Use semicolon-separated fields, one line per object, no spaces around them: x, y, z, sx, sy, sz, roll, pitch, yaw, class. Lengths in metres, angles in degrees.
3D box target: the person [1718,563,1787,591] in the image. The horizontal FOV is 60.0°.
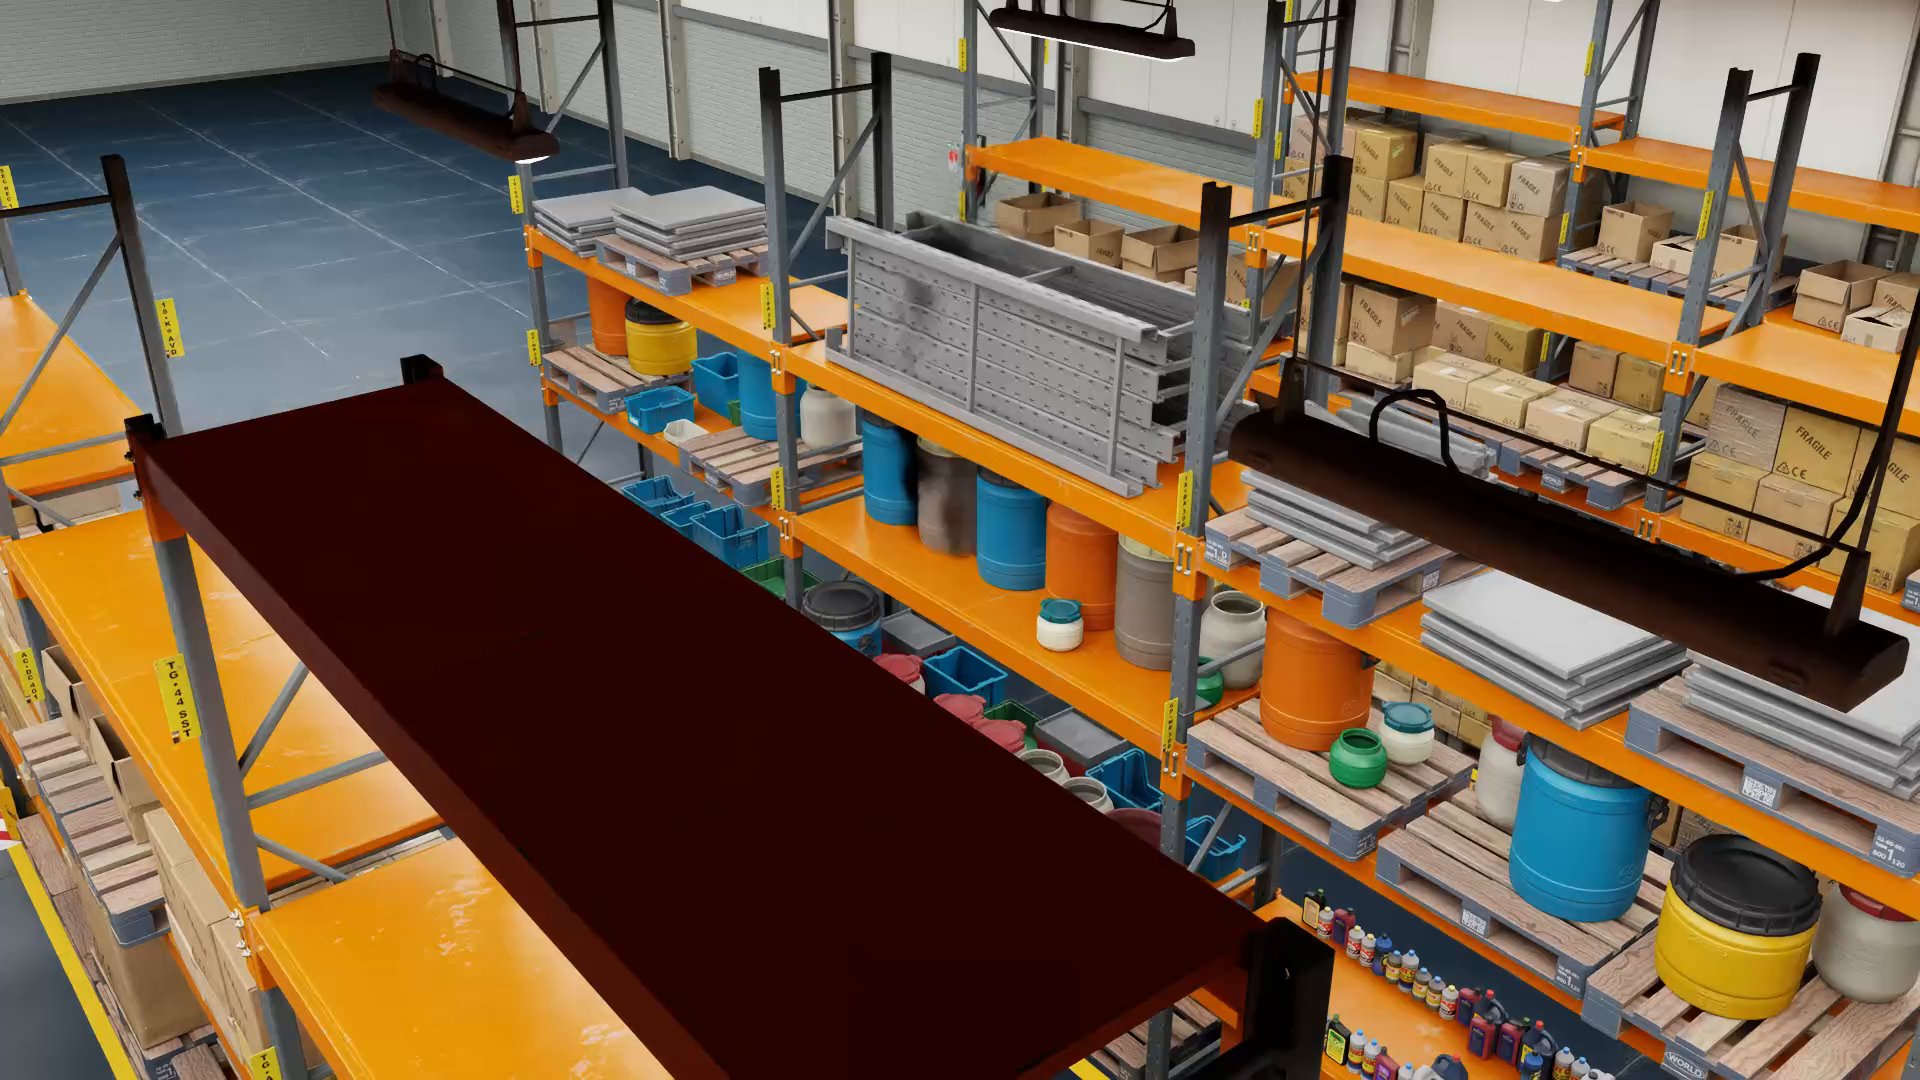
7.140;0.590;14.992;0.873;1.807;0.669;17;31;32;person
